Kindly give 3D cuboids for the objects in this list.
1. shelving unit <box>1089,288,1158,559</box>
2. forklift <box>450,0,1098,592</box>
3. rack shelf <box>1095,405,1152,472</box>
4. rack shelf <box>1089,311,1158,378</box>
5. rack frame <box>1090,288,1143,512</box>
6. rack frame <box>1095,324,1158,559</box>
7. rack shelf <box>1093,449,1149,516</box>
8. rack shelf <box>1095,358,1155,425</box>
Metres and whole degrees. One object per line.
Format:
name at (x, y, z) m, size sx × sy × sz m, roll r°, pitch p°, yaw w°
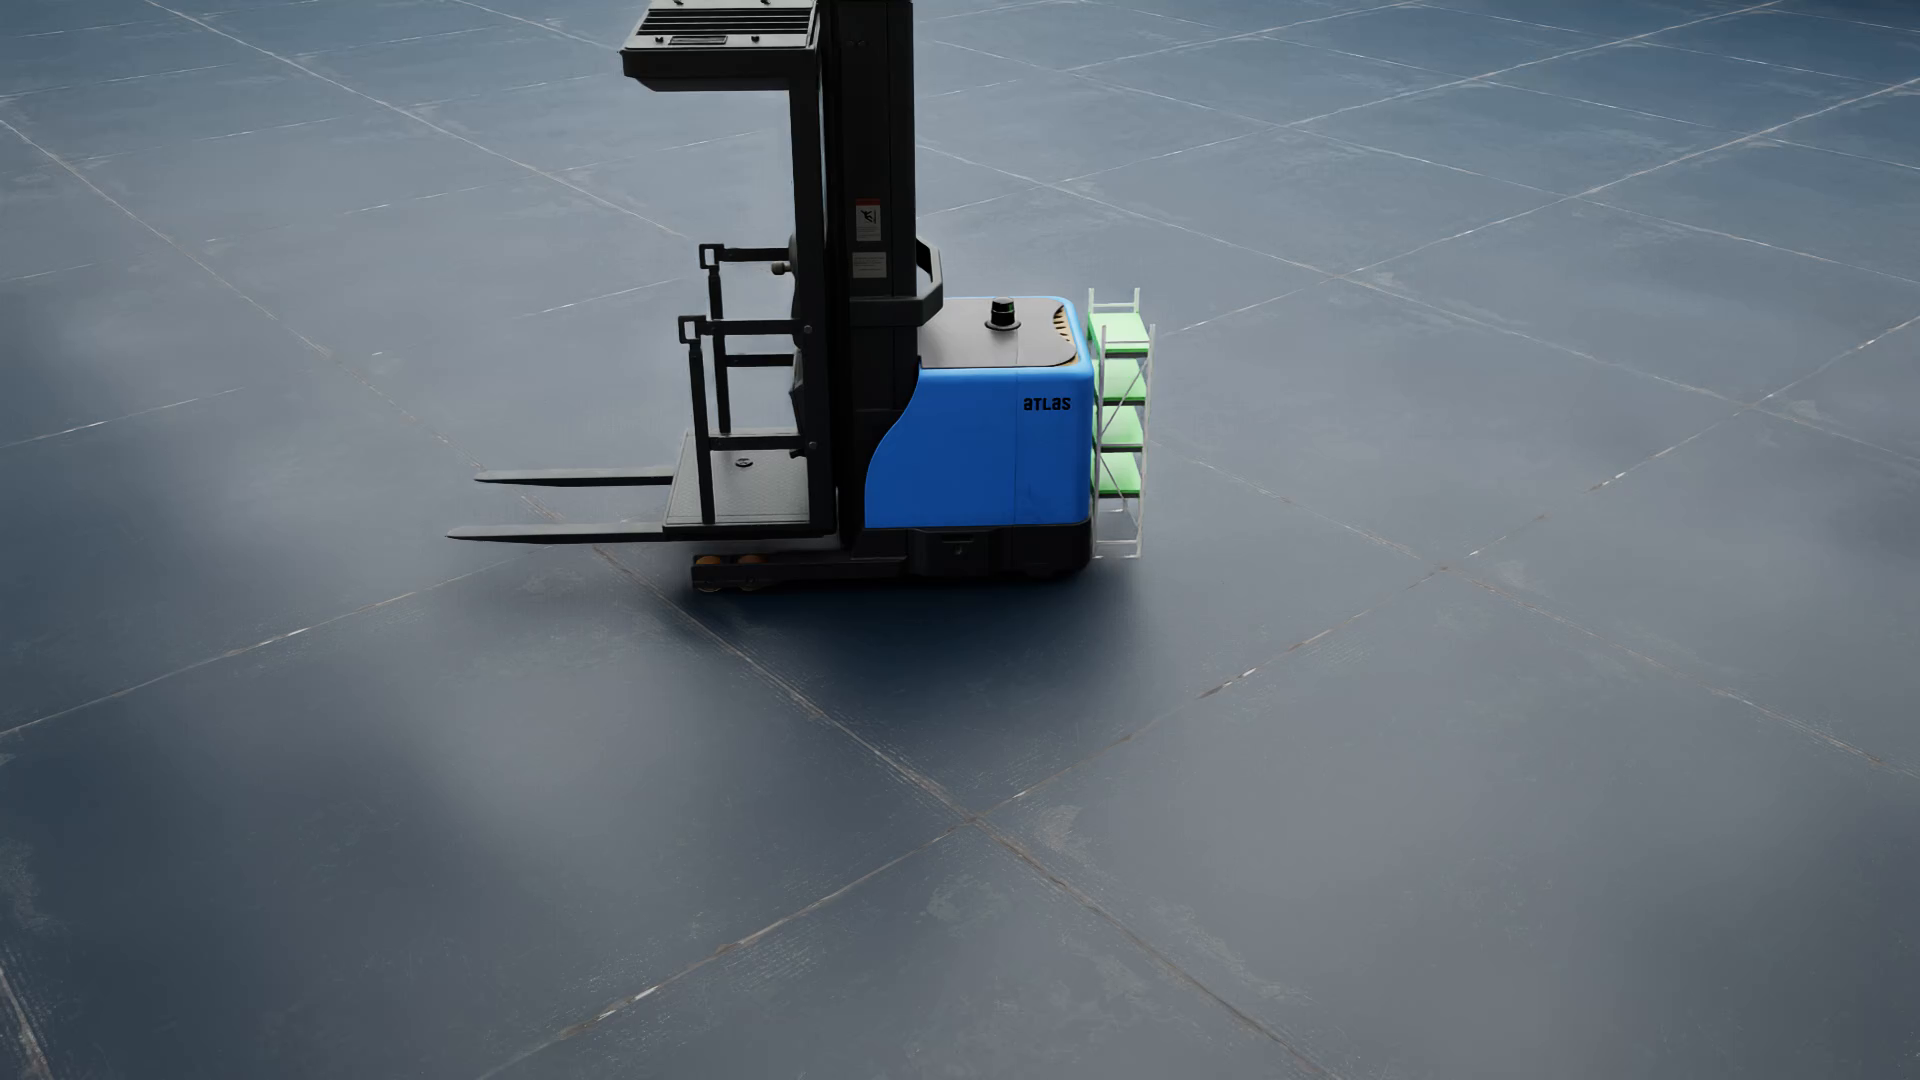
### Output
shelving unit at (0.765, -0.560, 8.024) m, size 0.258 × 1.200 × 0.503 m, roll -1°, pitch 28°, yaw -2°
forklift at (-0.899, -1.304, 7.580) m, size 3.031 × 2.935 × 1.130 m, roll -1°, pitch 28°, yaw -2°
rack shelf at (0.765, -0.503, 8.054) m, size 0.258 × 0.148 × 0.480 m, roll -1°, pitch 28°, yaw -2°
rack shelf at (0.766, -0.927, 7.828) m, size 0.258 × 0.148 × 0.480 m, roll -1°, pitch 28°, yaw -2°
rack frame at (0.754, -0.675, 8.239) m, size 0.240 × 1.200 × 0.015 m, roll -1°, pitch 28°, yaw -2°
rack frame at (0.776, -0.445, 7.809) m, size 0.240 × 1.200 × 0.015 m, roll -1°, pitch 28°, yaw -2°
rack shelf at (0.764, -0.292, 8.167) m, size 0.258 × 0.148 × 0.480 m, roll -1°, pitch 28°, yaw -2°
rack shelf at (0.765, -0.715, 7.941) m, size 0.258 × 0.148 × 0.480 m, roll -1°, pitch 28°, yaw -2°
